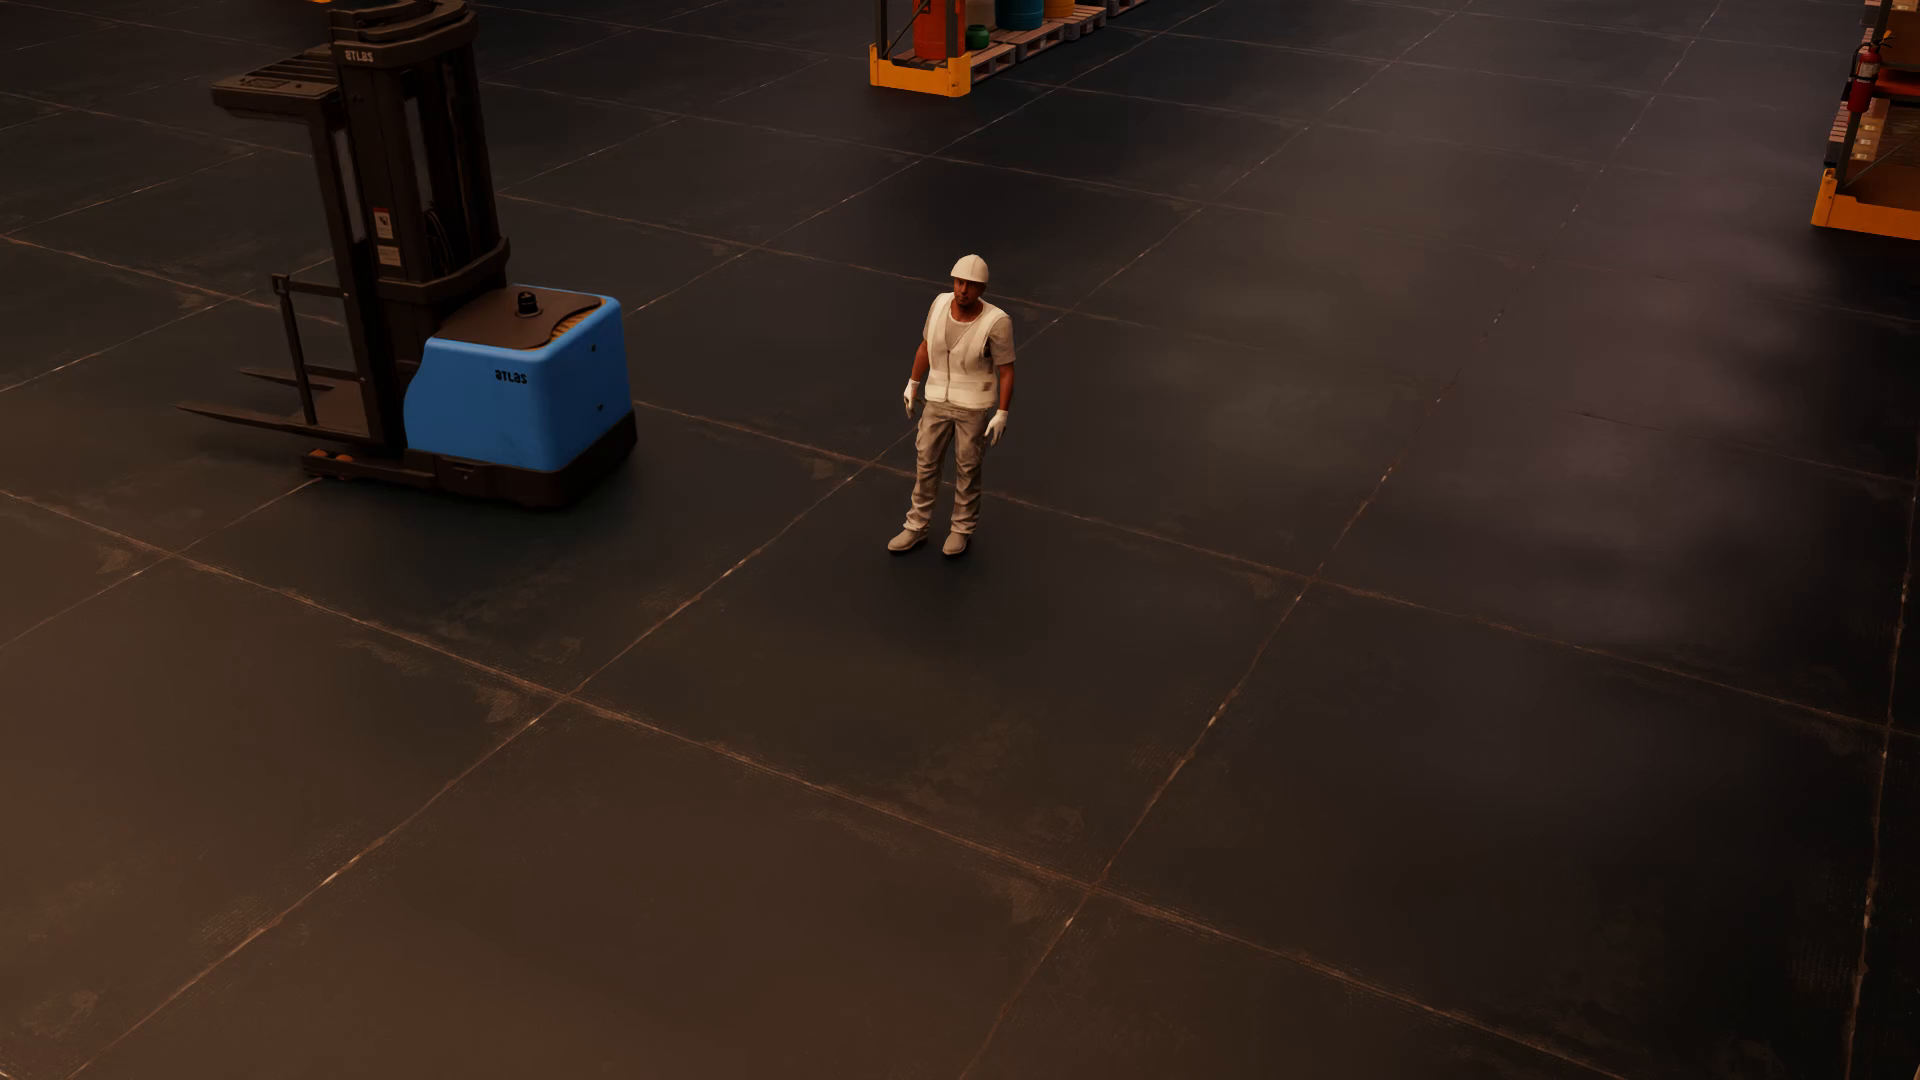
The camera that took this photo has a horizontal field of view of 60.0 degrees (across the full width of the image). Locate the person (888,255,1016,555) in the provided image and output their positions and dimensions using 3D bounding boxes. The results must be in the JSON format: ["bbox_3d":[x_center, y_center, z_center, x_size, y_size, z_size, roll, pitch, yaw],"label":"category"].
[{"bbox_3d":[-0.043,-0.750,9.503,0.656,1.782,0.577,15,33,25],"label":"person"}]

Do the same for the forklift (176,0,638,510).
[{"bbox_3d":[-3.705,-1.887,10.341,3.031,2.935,1.130,10,31,16],"label":"forklift"}]
